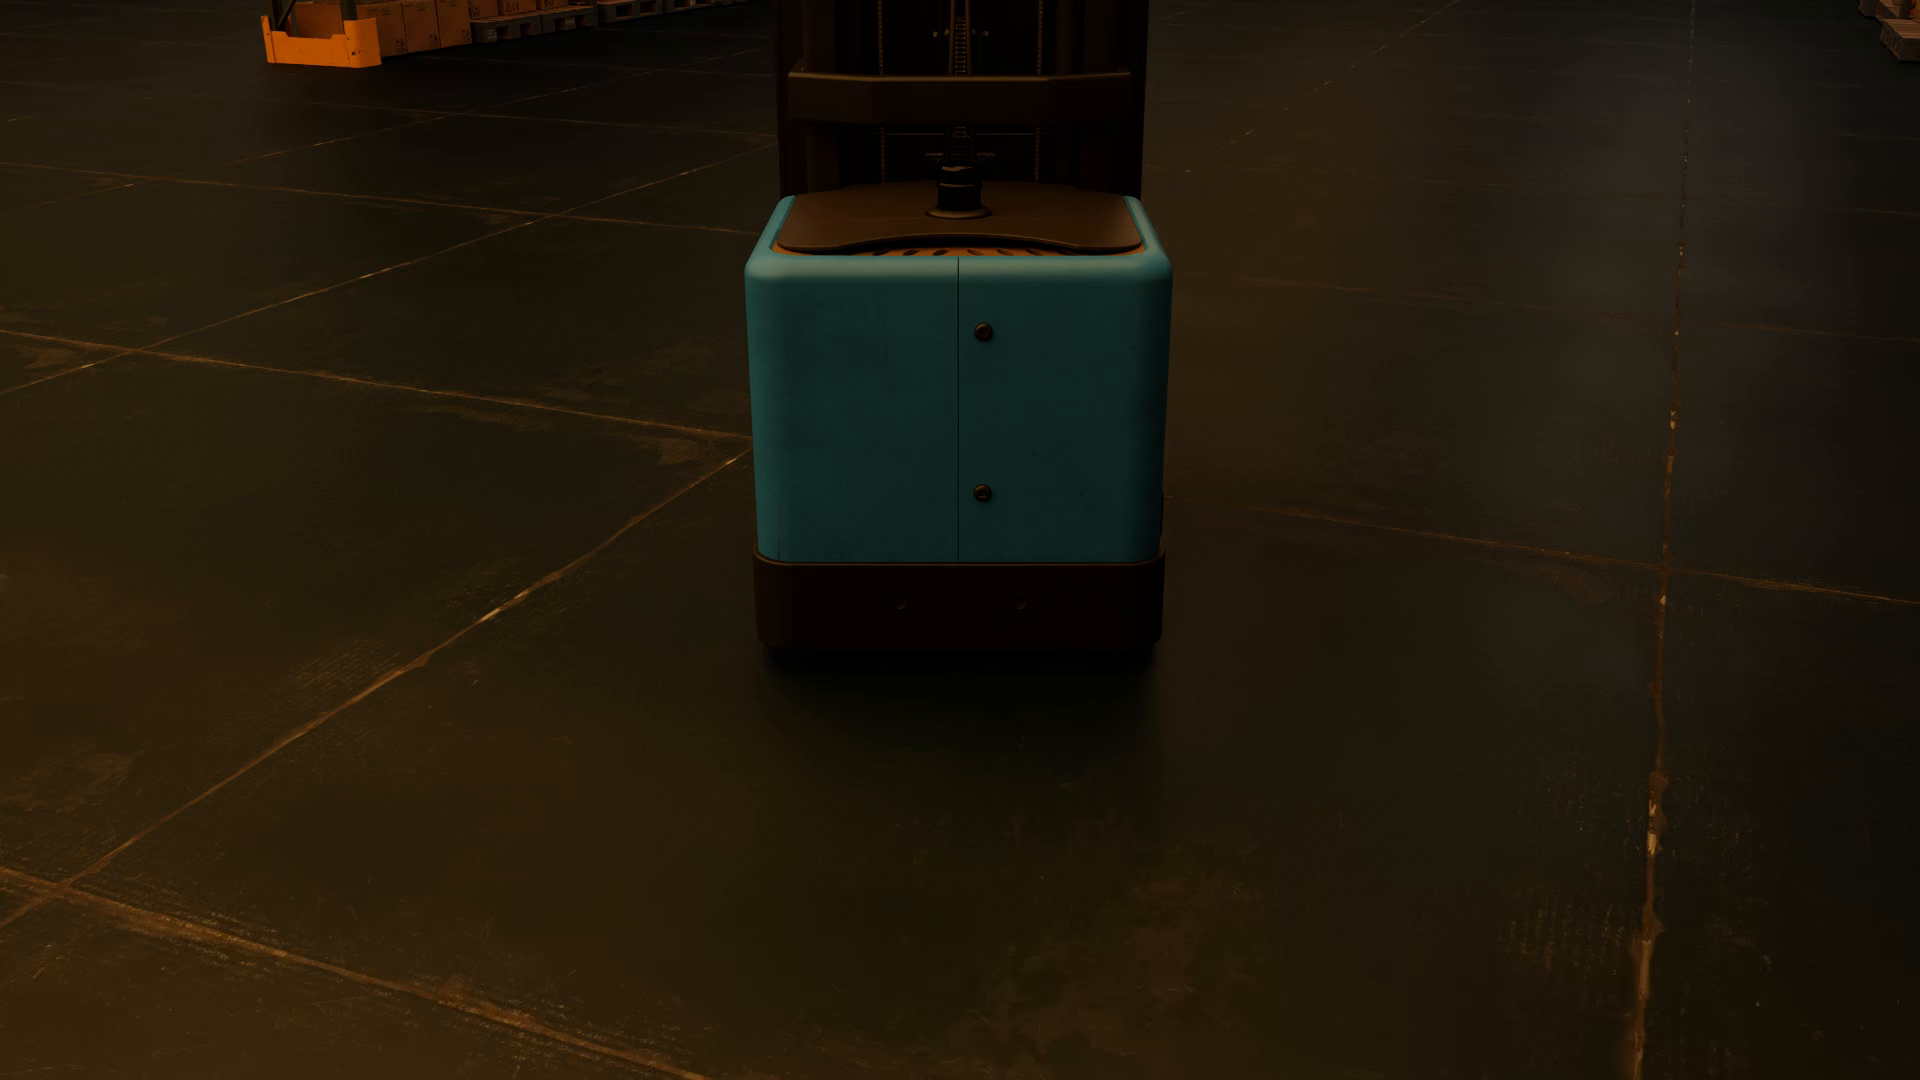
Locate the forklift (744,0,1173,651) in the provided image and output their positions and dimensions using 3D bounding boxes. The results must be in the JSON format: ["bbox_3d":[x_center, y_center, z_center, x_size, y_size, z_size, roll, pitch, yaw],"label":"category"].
[{"bbox_3d":[0.002,-1.587,5.089,1.130,2.935,3.031,0,23,0],"label":"forklift"}]
